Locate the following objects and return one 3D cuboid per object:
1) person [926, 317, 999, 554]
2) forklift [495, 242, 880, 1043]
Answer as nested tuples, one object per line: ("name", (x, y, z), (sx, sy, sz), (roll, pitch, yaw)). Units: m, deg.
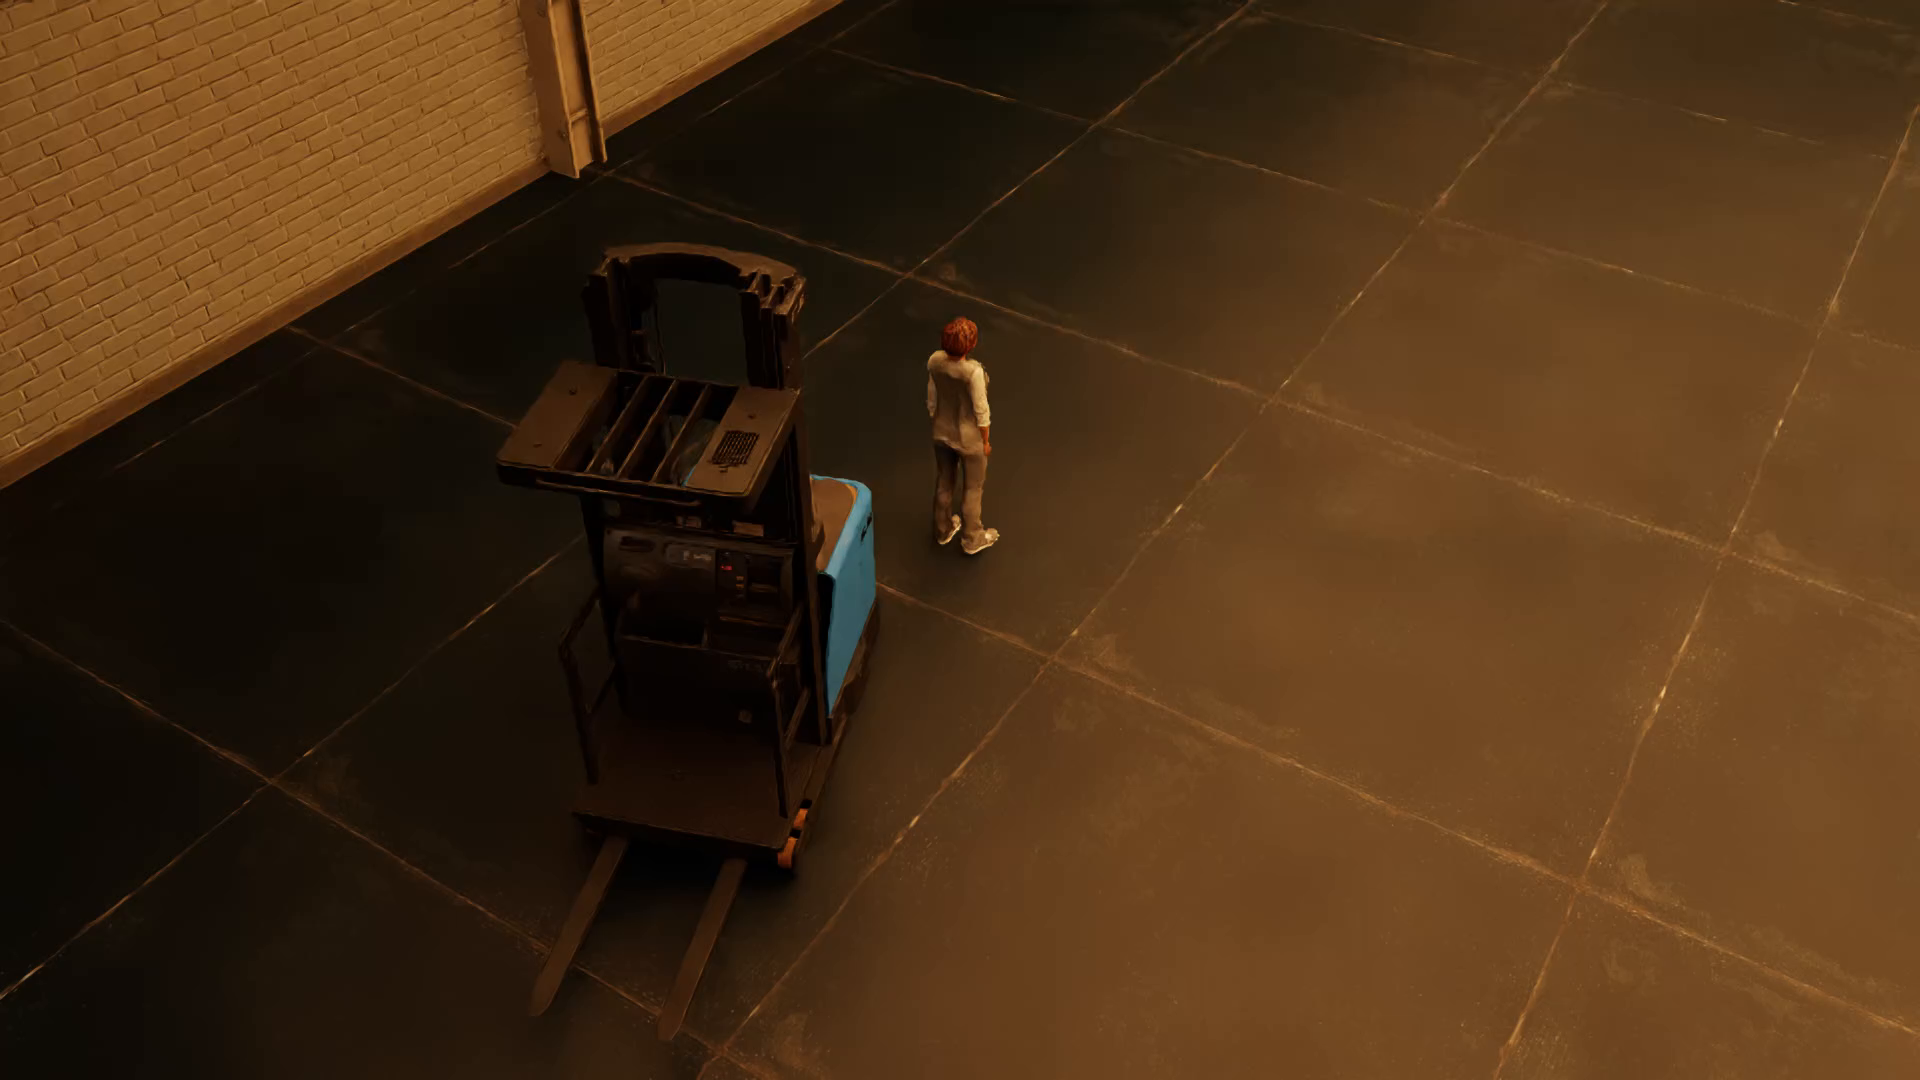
("person", (0.005, -0.615, 9.723), (0.405, 1.604, 0.310), (22, 45, 24))
("forklift", (-1.277, 0.253, 7.669), (1.130, 2.935, 3.031), (8, 41, 9))
